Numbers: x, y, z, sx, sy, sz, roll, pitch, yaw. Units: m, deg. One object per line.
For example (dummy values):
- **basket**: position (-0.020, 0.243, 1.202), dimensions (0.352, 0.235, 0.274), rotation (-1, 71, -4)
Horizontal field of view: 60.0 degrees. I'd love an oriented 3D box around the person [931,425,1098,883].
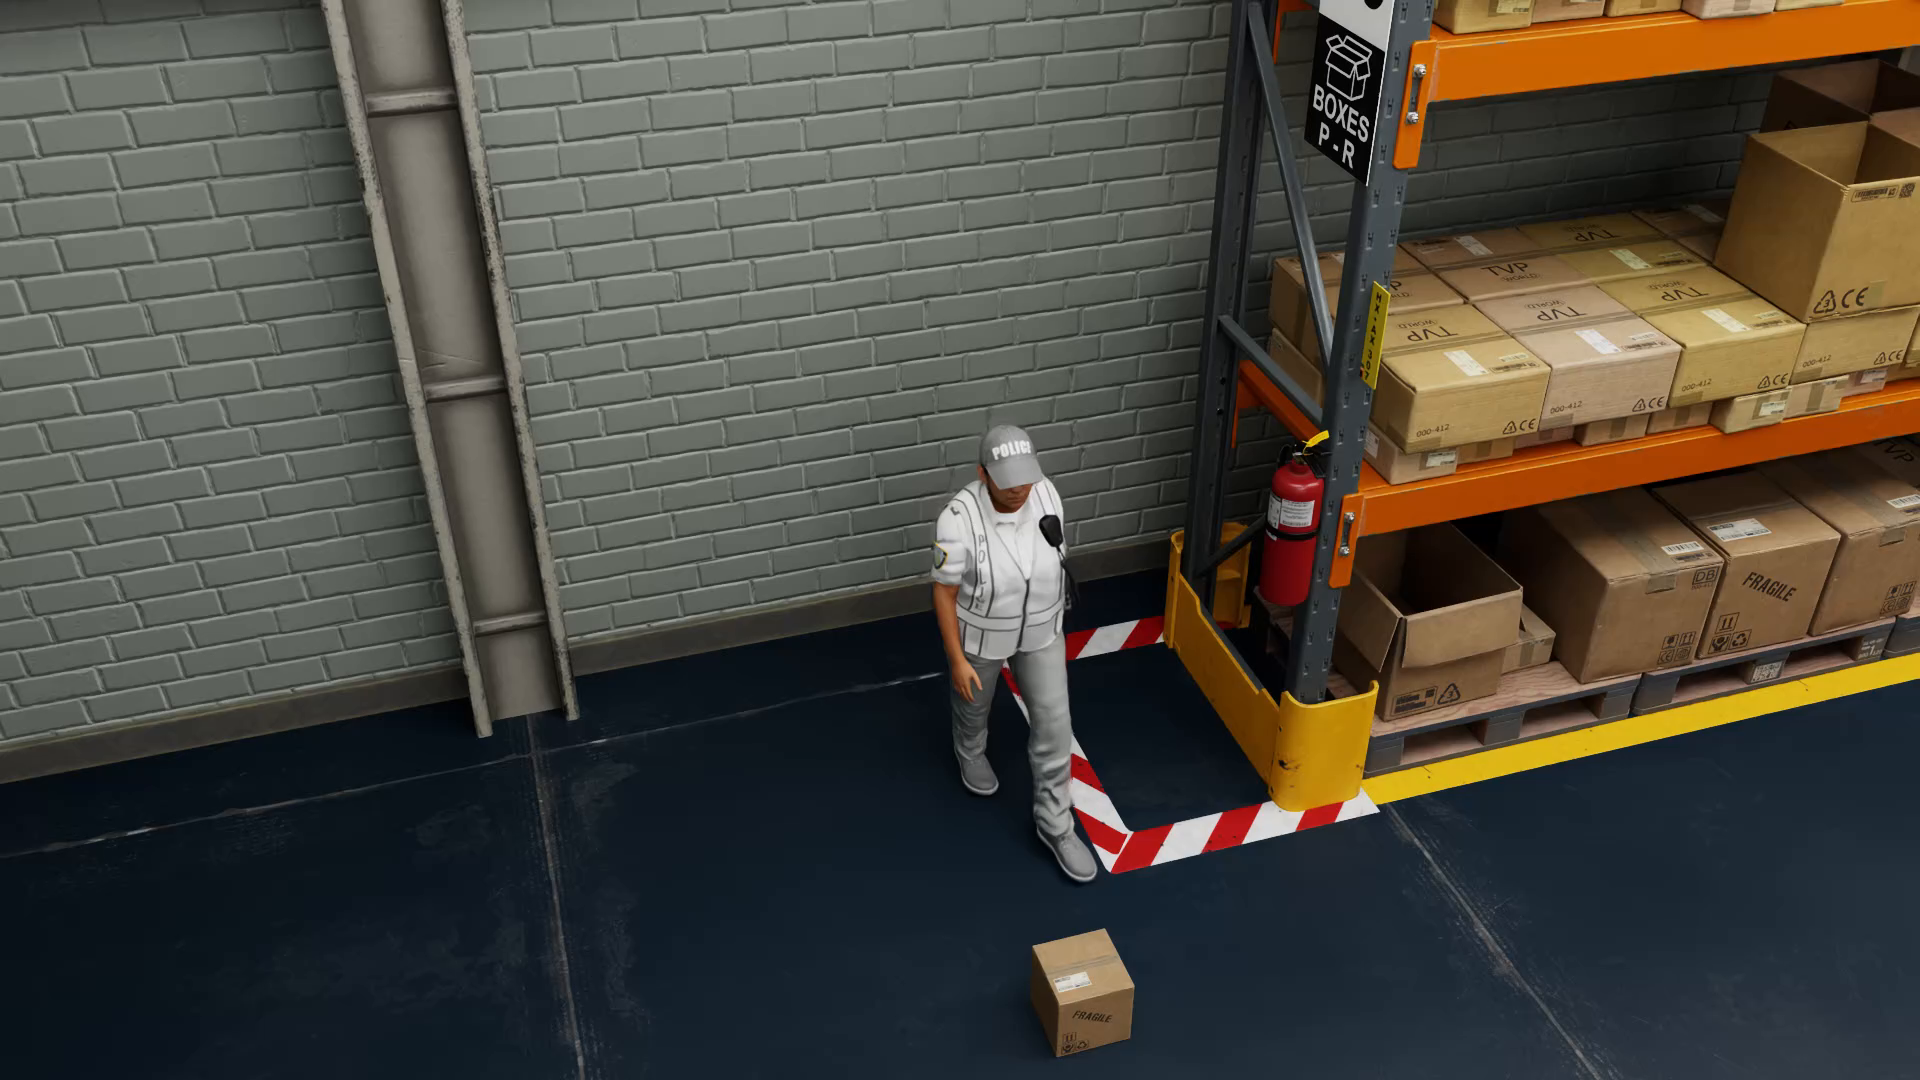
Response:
- **person**: position (0.153, 0.337, 5.626), dimensions (0.496, 1.636, 0.808), rotation (-10, 35, -14)
